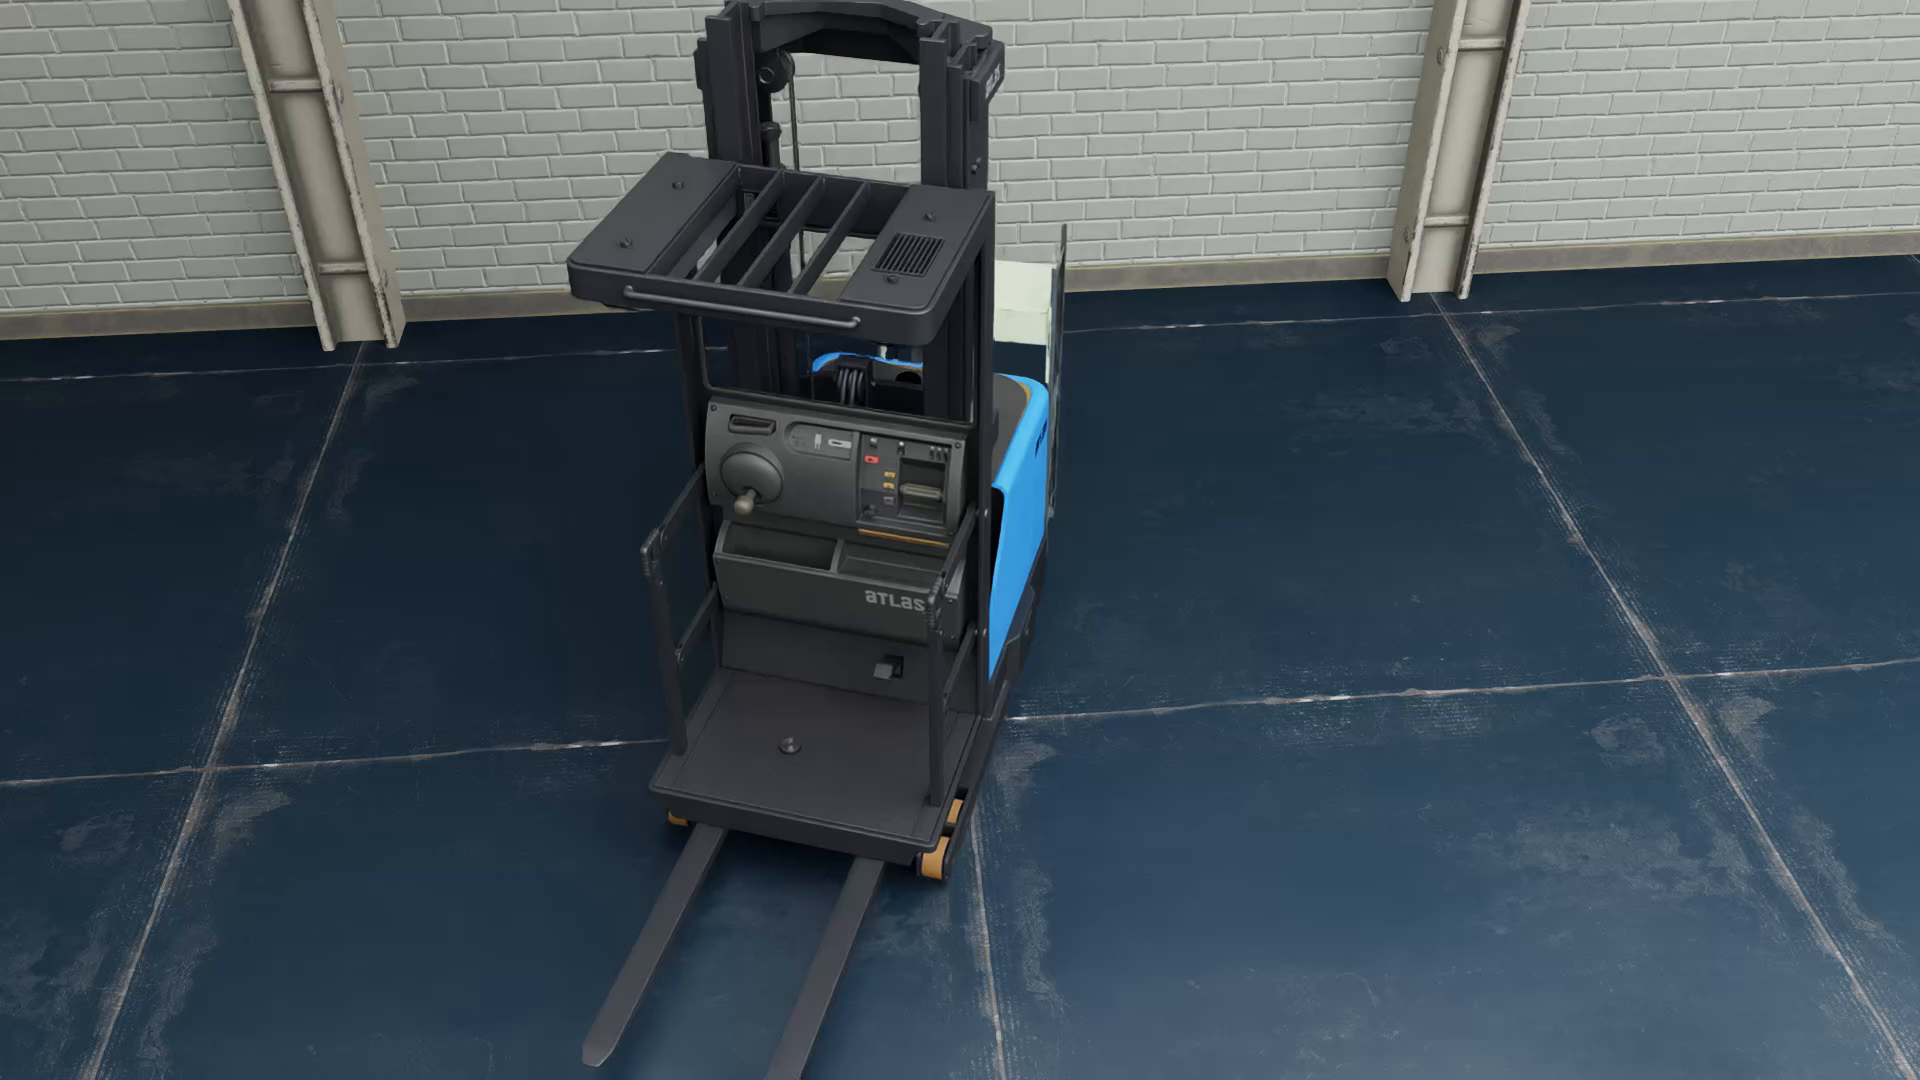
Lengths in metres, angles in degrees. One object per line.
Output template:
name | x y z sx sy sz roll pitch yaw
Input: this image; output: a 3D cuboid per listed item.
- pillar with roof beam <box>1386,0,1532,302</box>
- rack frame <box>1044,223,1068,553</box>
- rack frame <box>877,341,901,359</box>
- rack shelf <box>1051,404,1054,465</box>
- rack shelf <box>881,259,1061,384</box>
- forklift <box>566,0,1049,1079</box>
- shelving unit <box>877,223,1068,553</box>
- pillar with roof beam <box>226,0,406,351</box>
pillar with roof beam | 3.073 -2.341 3.452 0.400 9.000 9.100 -3 38 -4
rack frame | 0.413 -0.627 7.333 0.023 1.500 0.400 6 39 7
rack frame | -0.311 -0.697 7.422 0.023 1.500 0.400 6 39 7
rack shelf | 0.051 -0.406 7.580 0.720 0.370 0.431 6 39 7
rack shelf | 0.051 -0.968 7.136 0.720 0.370 0.431 6 39 7
forklift | -0.492 -0.166 5.594 1.130 2.935 3.031 9 39 12
shelving unit | 0.051 -0.662 7.378 0.755 1.500 0.431 6 39 7
pillar with roof beam | -2.903 -2.012 3.035 0.400 9.000 9.100 -3 38 -4
